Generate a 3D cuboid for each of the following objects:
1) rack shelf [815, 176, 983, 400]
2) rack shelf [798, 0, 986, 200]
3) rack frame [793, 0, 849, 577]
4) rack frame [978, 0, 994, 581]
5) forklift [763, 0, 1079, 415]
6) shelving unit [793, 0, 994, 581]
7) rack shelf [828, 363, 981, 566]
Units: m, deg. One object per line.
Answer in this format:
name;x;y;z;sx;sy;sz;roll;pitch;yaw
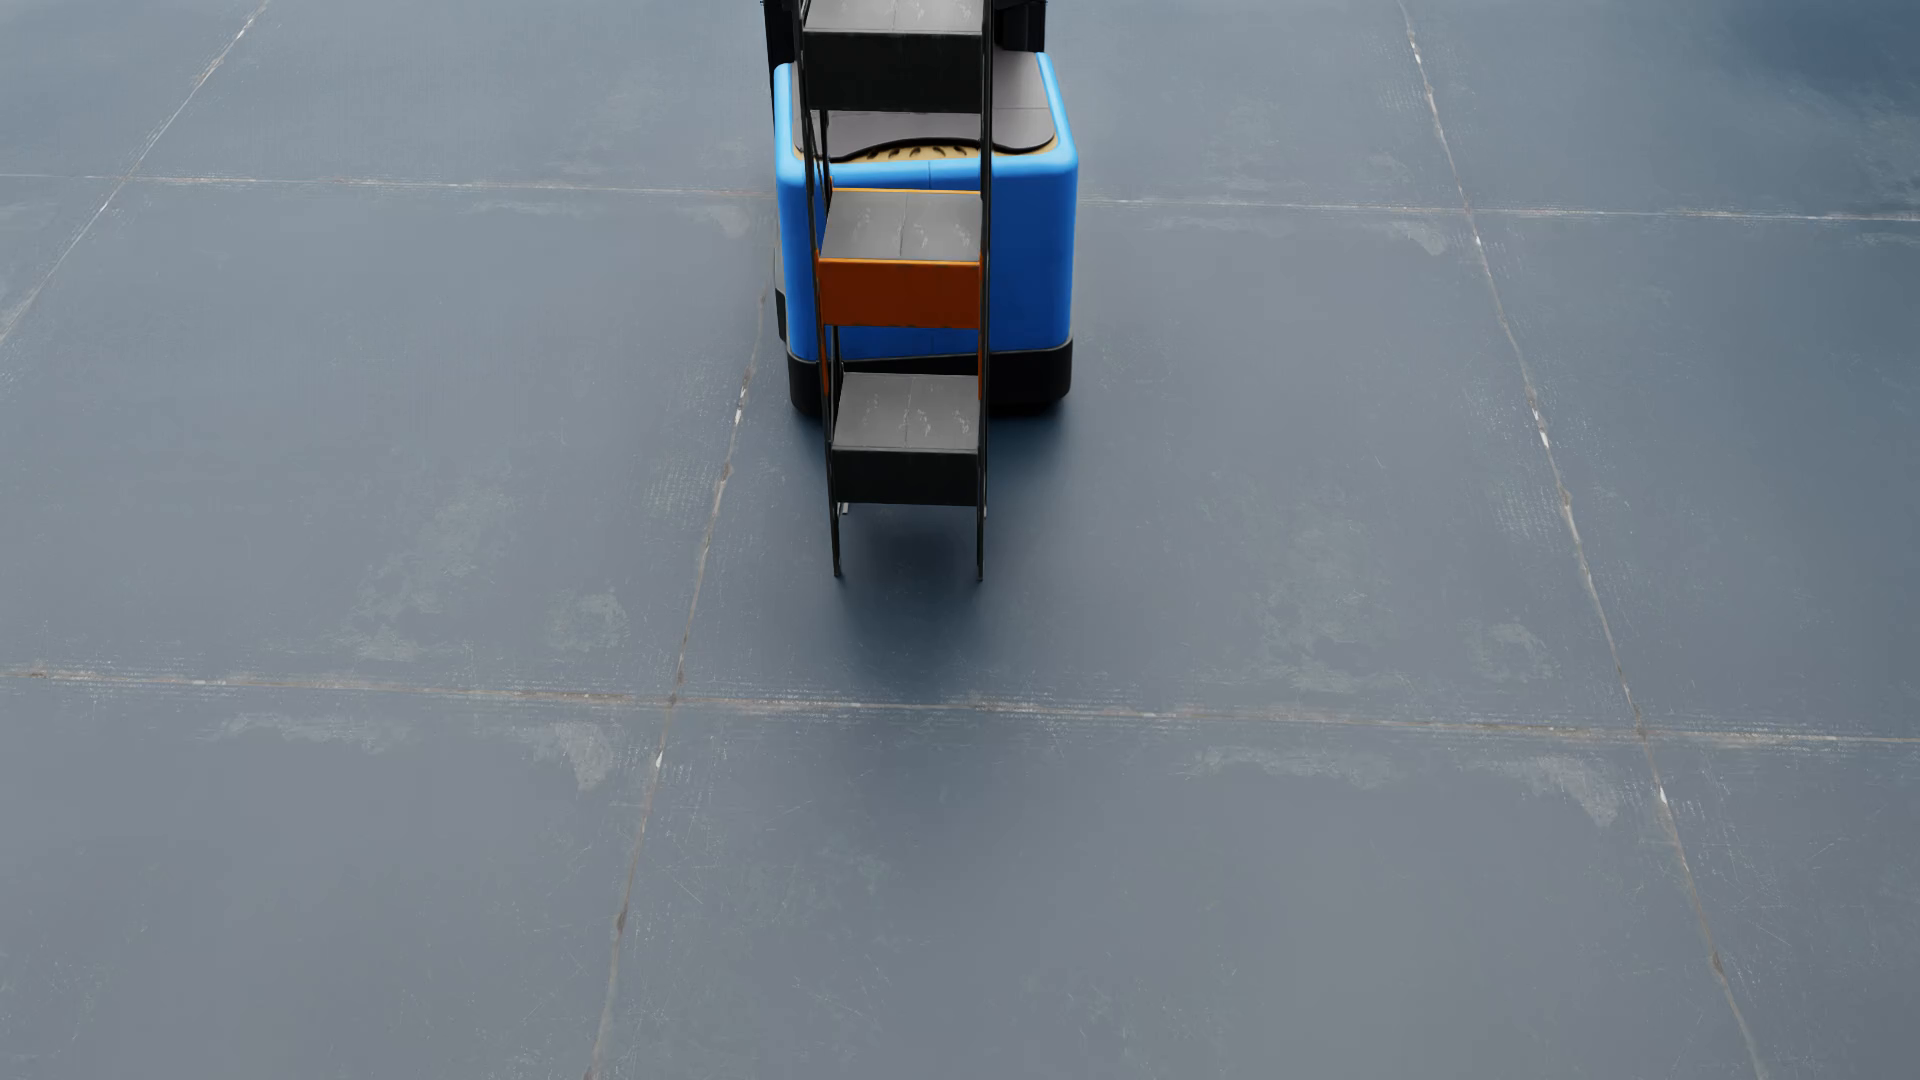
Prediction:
rack shelf;-0.165;-0.763;5.049;0.480;0.518;0.431;2;43;2
rack shelf;-0.165;-1.276;4.572;0.480;0.518;0.431;2;43;2
rack frame;-0.409;-0.781;5.048;0.015;2.100;0.400;2;43;2
rack frame;0.078;-0.766;5.032;0.015;2.100;0.400;2;43;2
forklift;-0.235;-2.533;6.319;1.130;2.935;3.031;-4;43;-4
shelving unit;-0.165;-0.773;5.040;0.503;2.100;0.431;2;43;2
rack shelf;-0.165;-0.251;5.526;0.480;0.518;0.431;2;43;2
